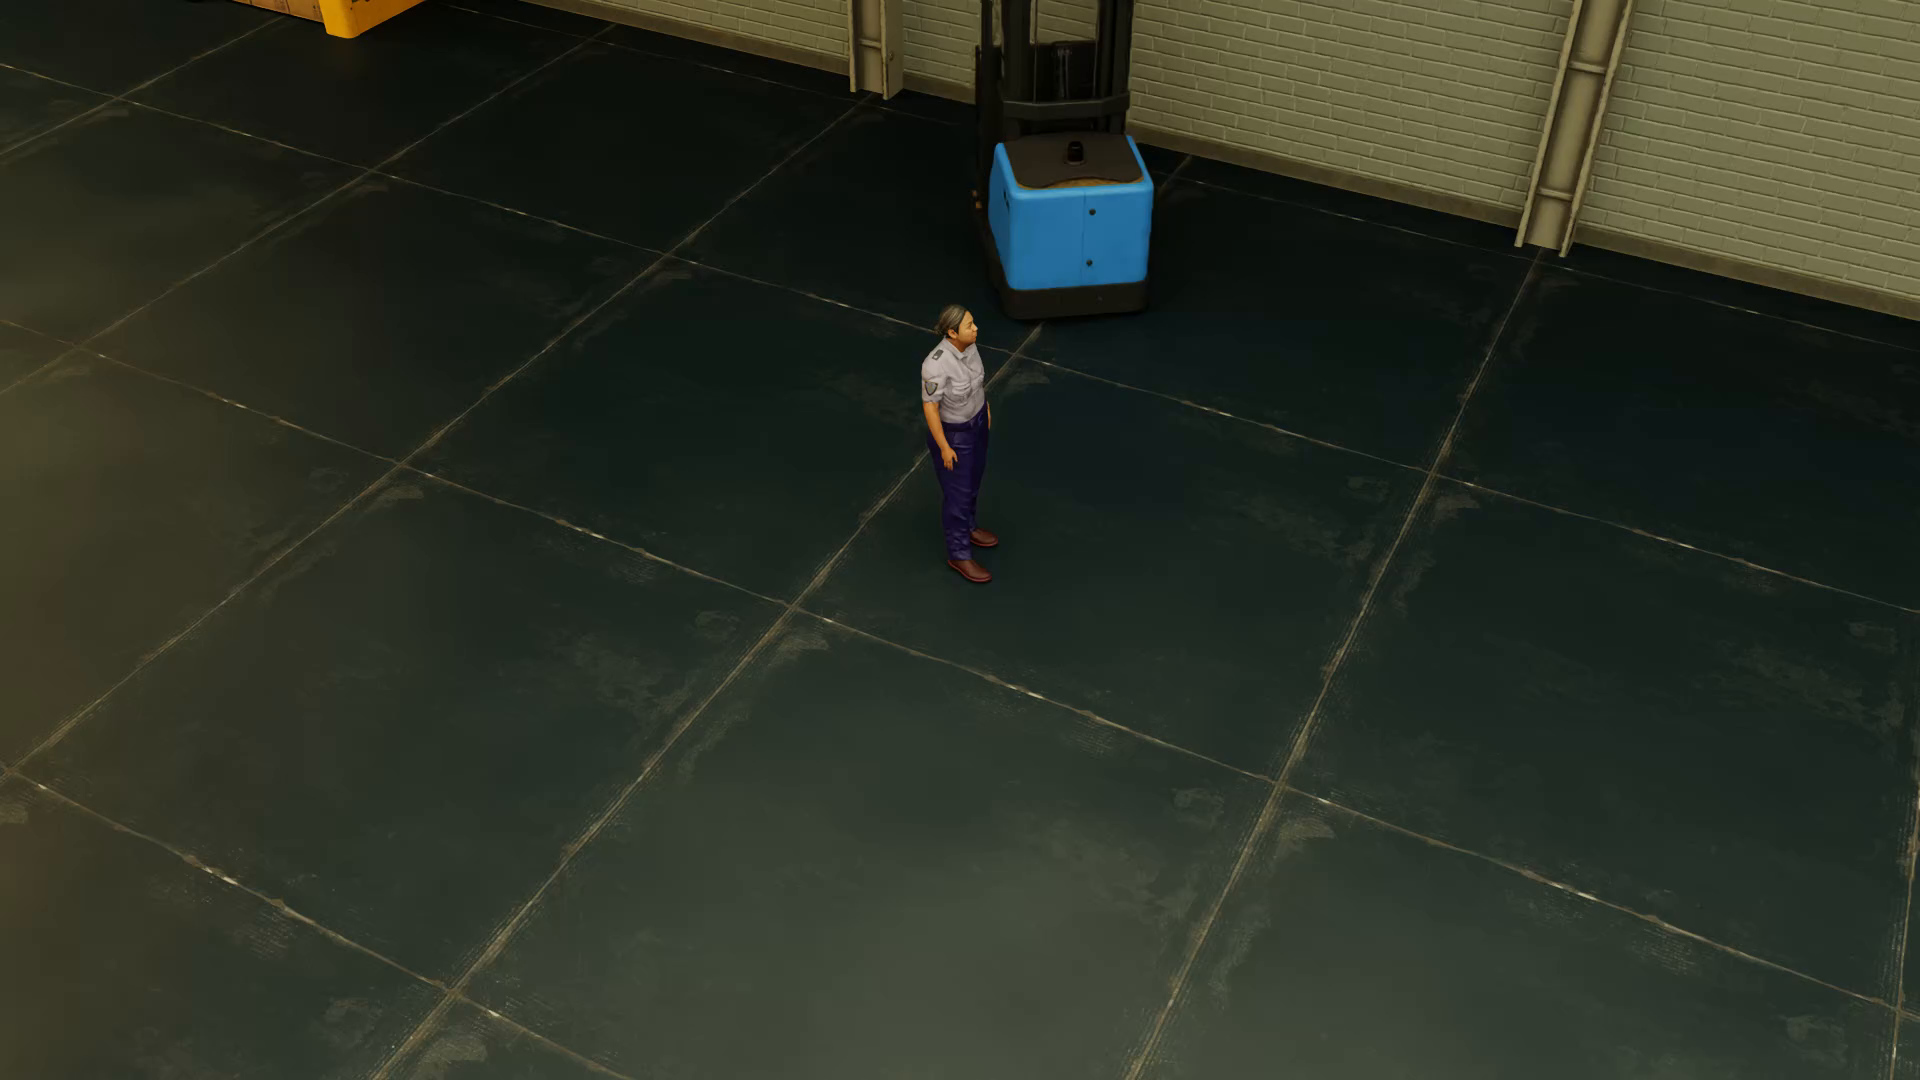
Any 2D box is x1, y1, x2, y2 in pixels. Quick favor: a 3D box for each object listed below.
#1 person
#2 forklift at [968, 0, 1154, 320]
[{"bbox_3d":[0.069,-0.596,9.679,0.502,1.651,0.598,18,43,21],"label":"person"},{"bbox_3d":[0.664,-3.666,12.339,1.130,2.935,3.031,-5,40,-6],"label":"forklift"}]
